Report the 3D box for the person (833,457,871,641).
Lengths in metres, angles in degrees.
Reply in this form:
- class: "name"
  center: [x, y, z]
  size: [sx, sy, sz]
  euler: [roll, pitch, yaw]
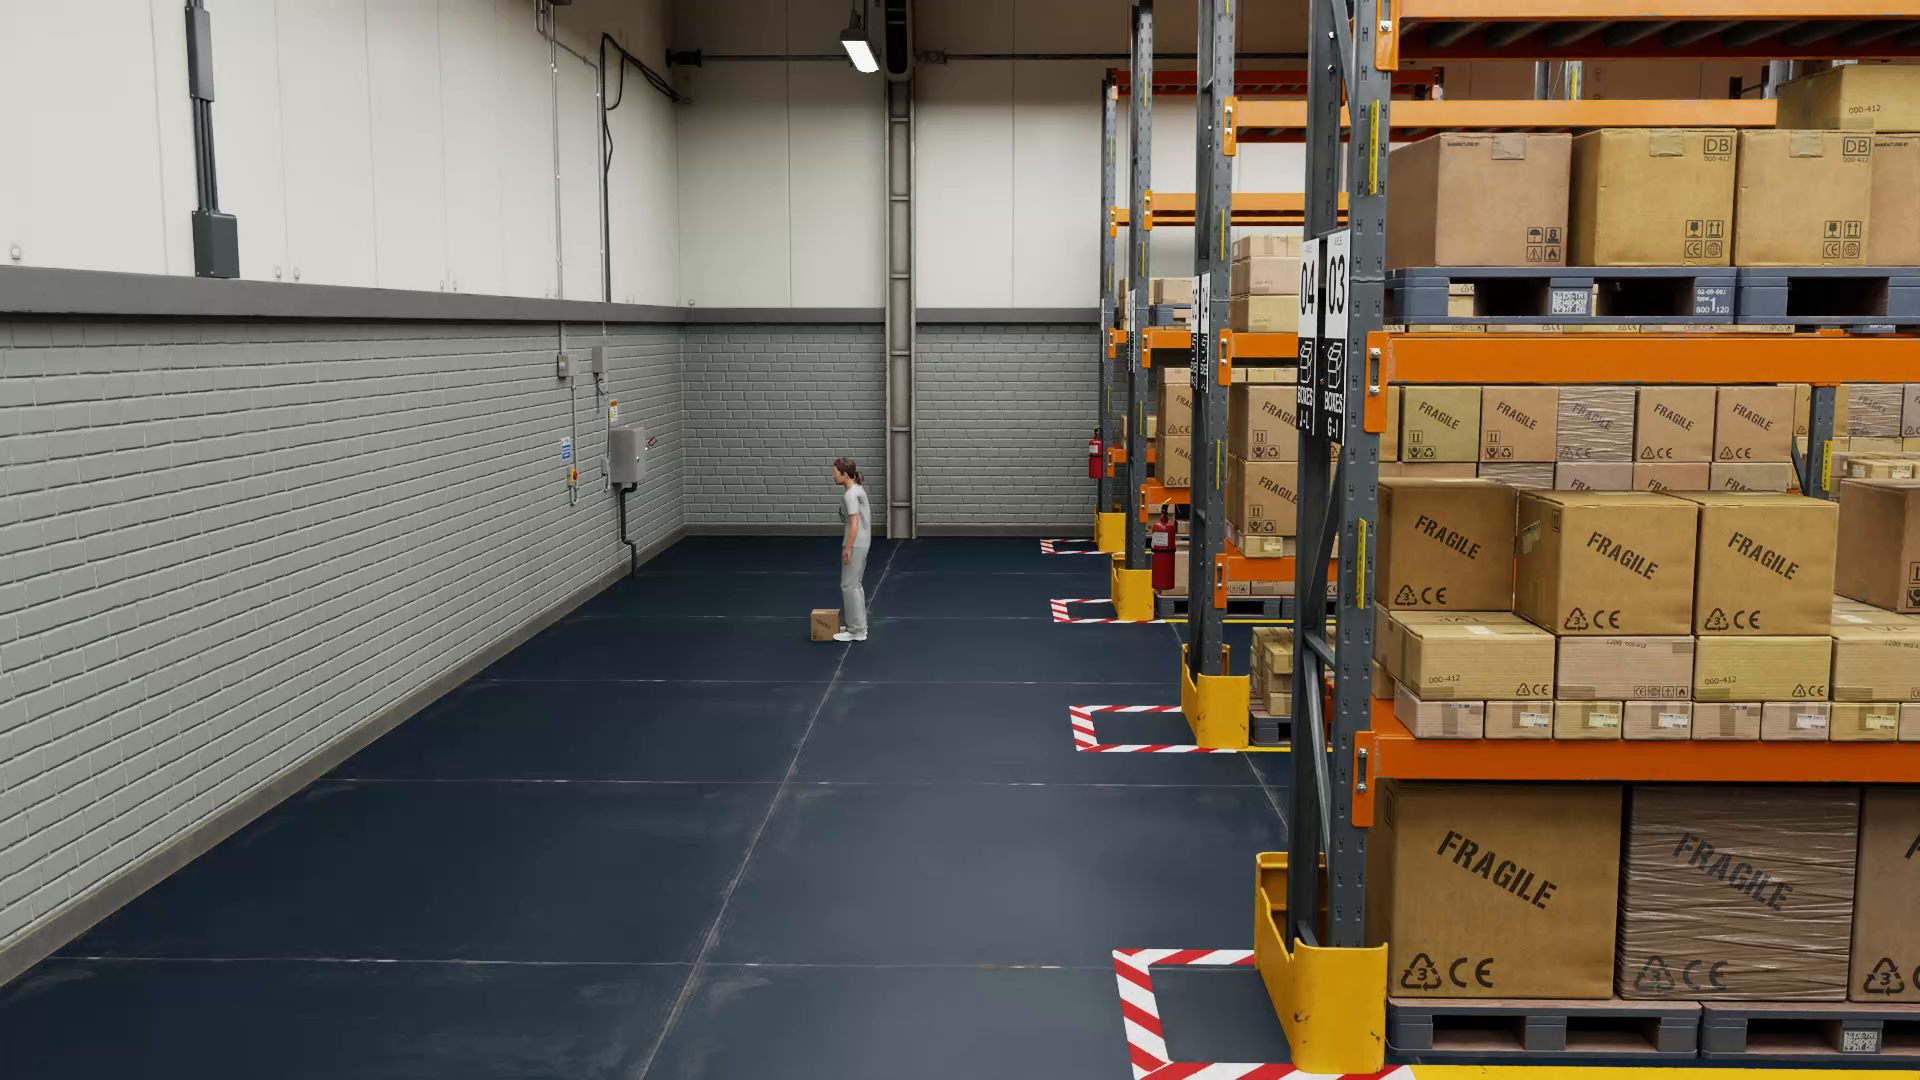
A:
- class: "person"
  center: [-0.987, 0.076, 15.202]
  size: [0.353, 1.669, 0.492]
  euler: [0, 7, 1]
